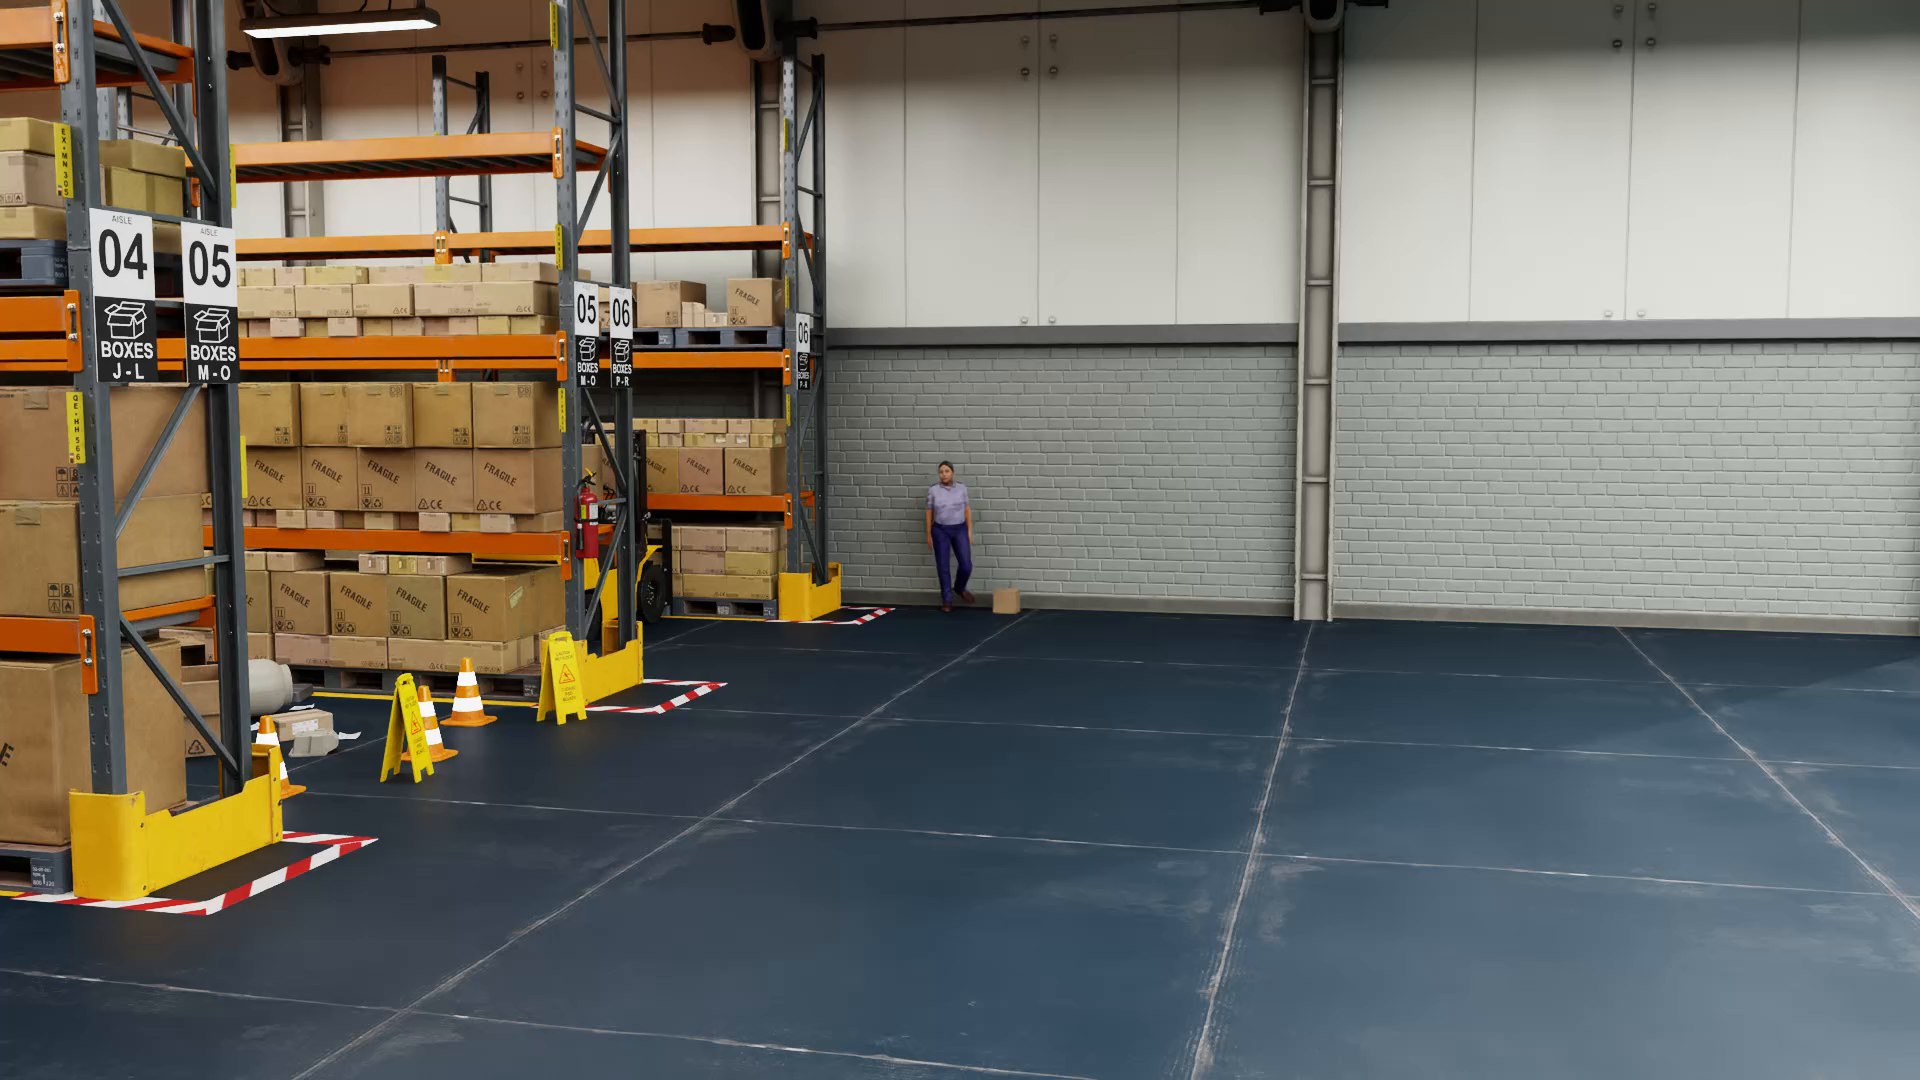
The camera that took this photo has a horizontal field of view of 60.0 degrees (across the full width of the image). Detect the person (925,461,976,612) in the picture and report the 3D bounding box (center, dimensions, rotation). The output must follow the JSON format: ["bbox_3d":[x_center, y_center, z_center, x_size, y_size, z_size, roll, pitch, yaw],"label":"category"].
[{"bbox_3d":[-0.101,-0.047,18.116,0.557,1.642,0.475,0,5,-3],"label":"person"}]
